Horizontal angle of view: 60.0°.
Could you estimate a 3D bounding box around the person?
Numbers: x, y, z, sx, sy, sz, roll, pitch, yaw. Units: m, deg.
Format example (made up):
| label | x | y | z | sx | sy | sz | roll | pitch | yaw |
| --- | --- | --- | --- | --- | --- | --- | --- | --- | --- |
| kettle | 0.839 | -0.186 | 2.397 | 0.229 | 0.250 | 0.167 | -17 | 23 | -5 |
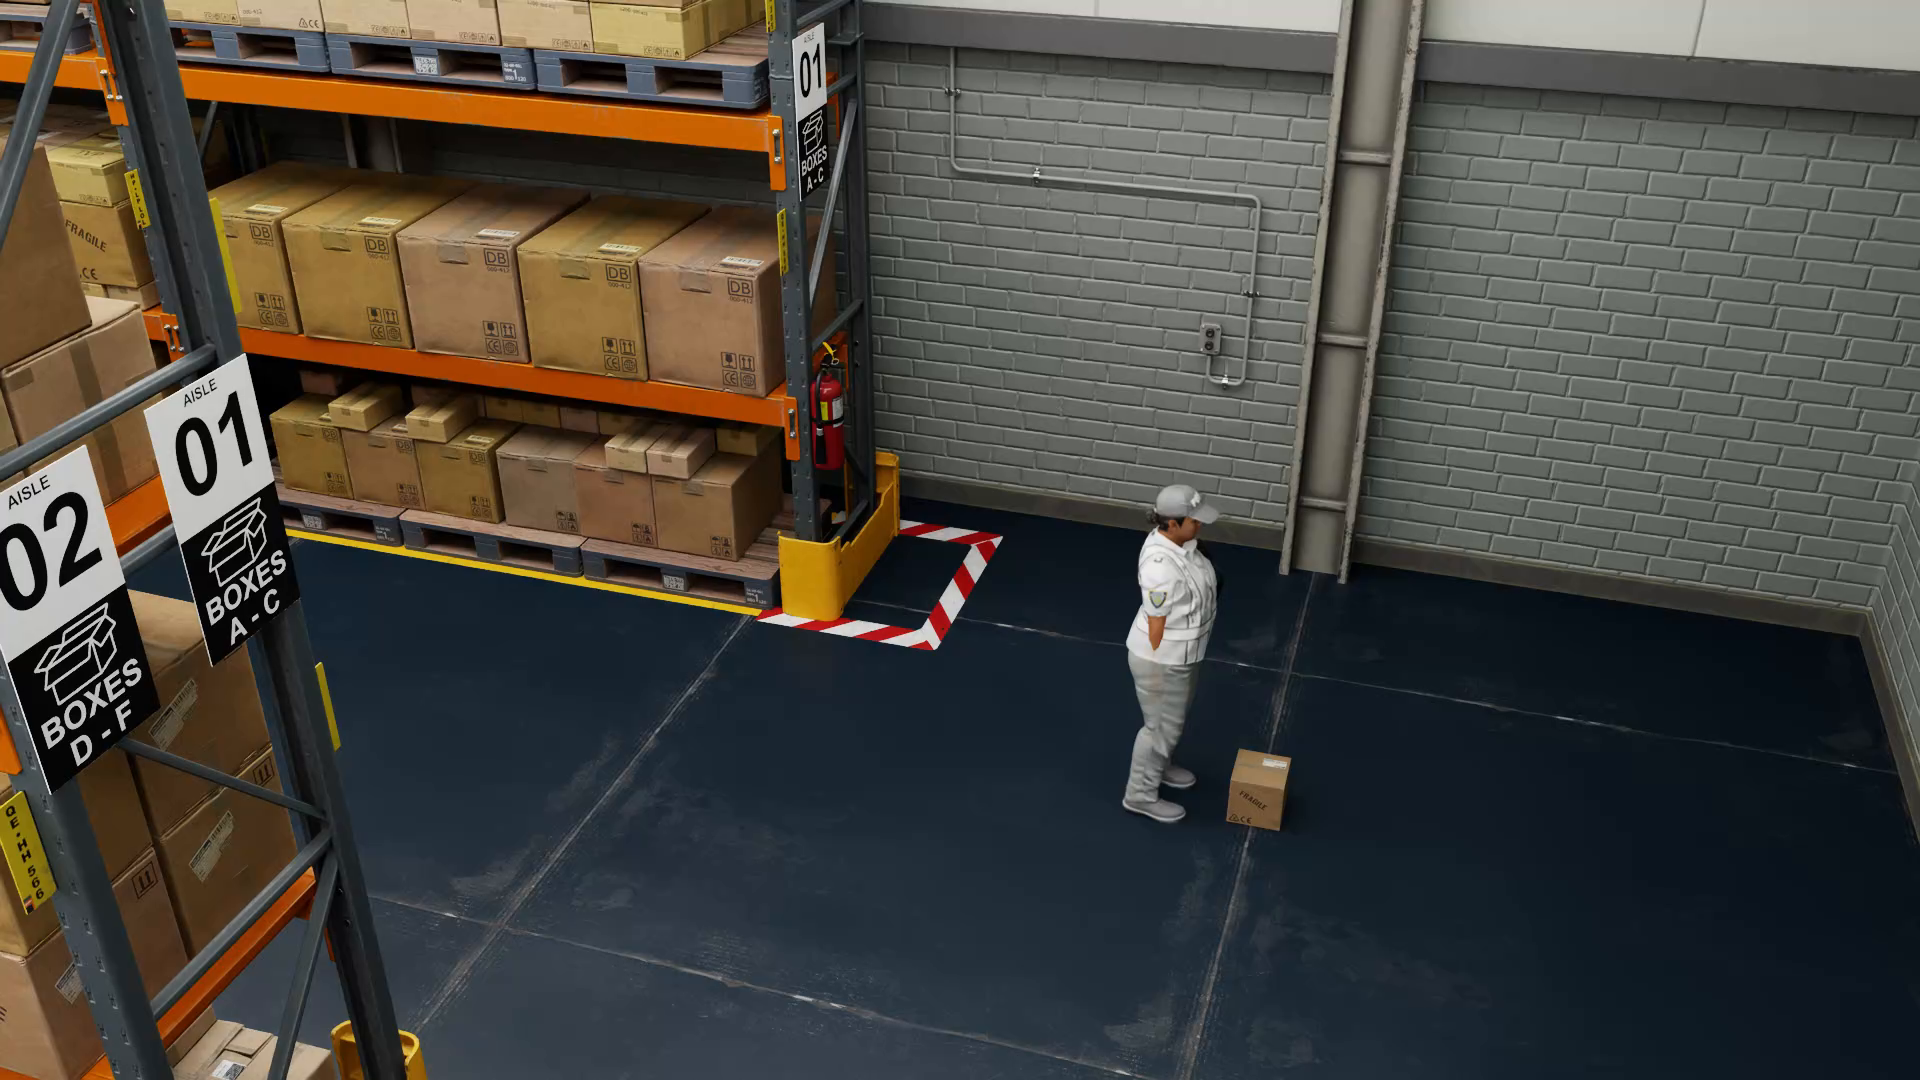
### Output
| label | x | y | z | sx | sy | sz | roll | pitch | yaw |
| --- | --- | --- | --- | --- | --- | --- | --- | --- | --- |
| person | 0.969 | 0.494 | 7.627 | 0.391 | 1.661 | 0.467 | 9 | 31 | 16 |
